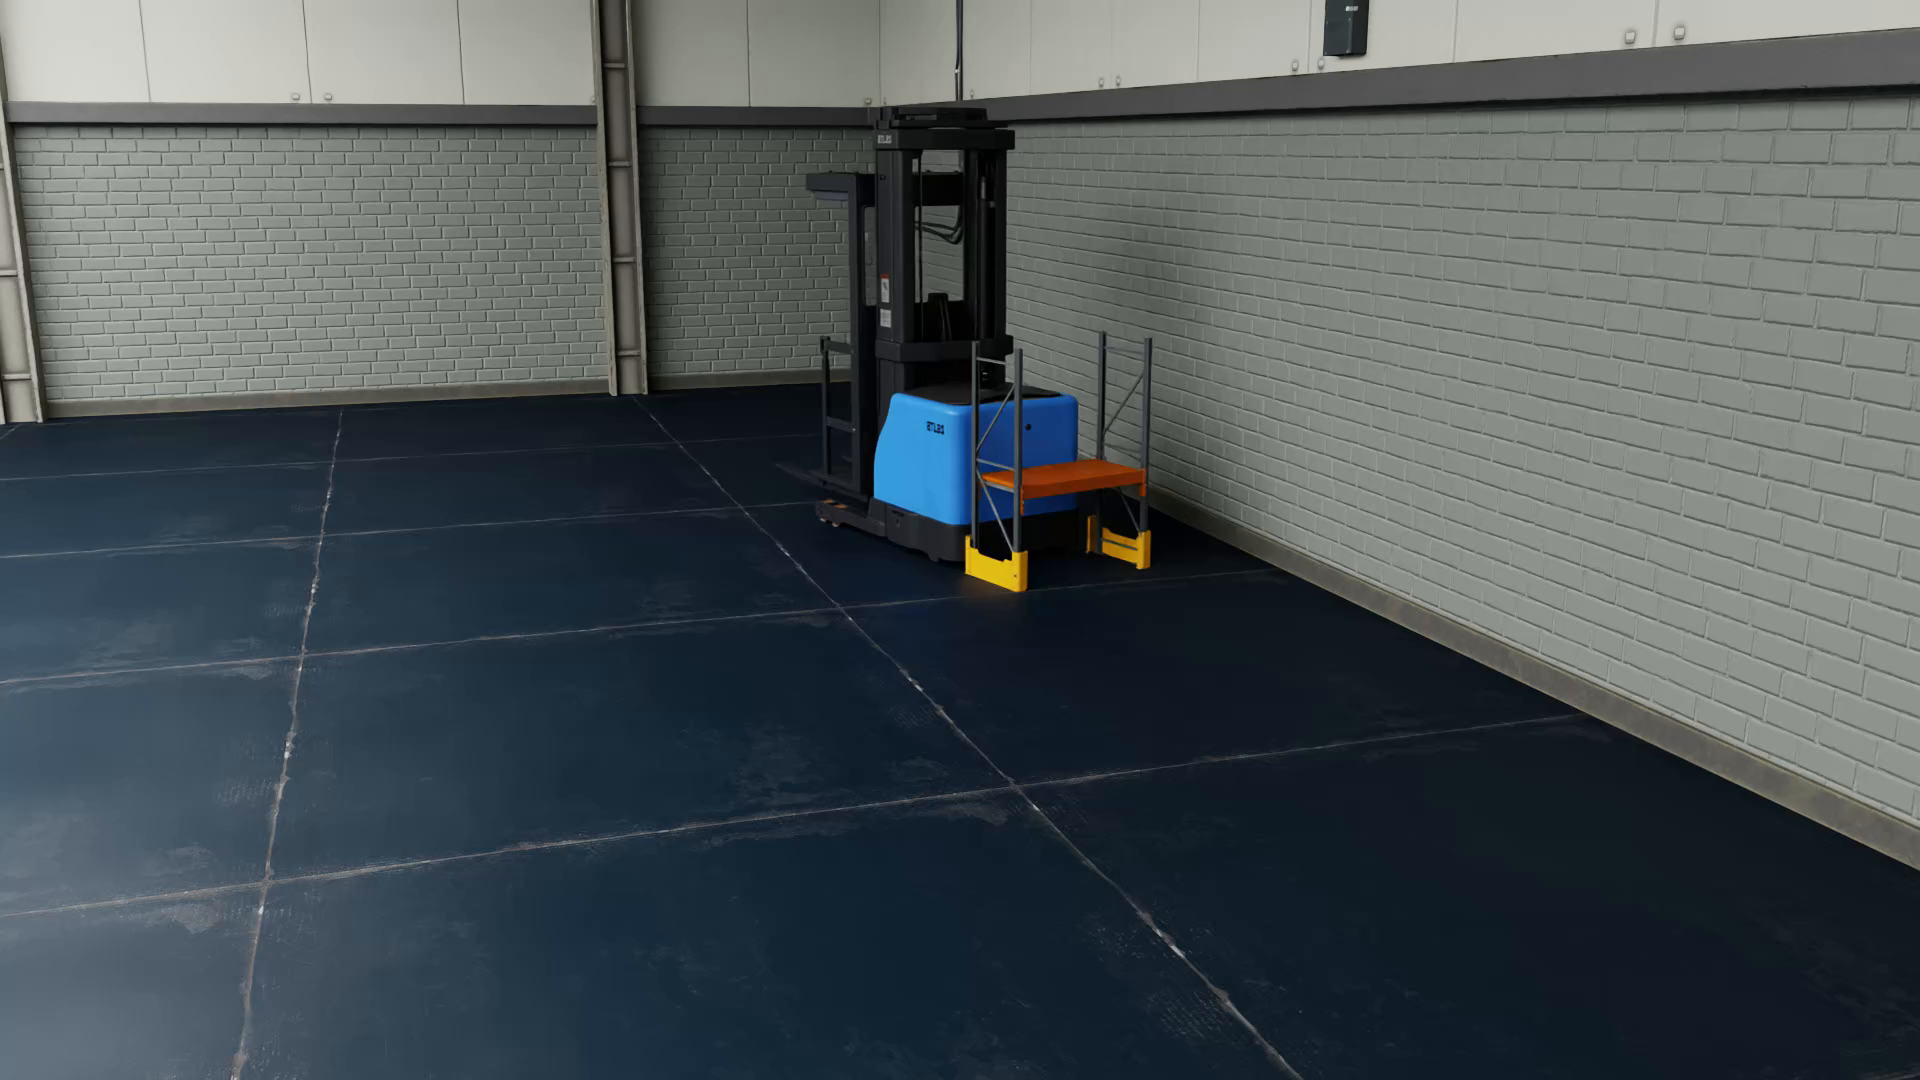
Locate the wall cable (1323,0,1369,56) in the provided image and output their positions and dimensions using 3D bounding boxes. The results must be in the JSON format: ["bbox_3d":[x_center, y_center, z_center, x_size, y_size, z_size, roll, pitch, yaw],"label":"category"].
[{"bbox_3d":[2.534,-5.514,8.031,0.169,6.003,2.305,-4,14,-18],"label":"wall cable"}]

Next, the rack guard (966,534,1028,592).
[{"bbox_3d":[0.227,0.143,10.503,0.087,0.250,0.587,-9,16,-33],"label":"rack guard"}]

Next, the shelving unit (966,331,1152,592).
[{"bbox_3d":[0.639,-0.530,10.630,1.083,1.500,0.587,-9,16,-33],"label":"shelving unit"}]

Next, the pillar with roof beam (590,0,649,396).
[{"bbox_3d":[-2.320,-5.072,13.518,0.400,9.000,9.100,-4,14,-18],"label":"pillar with roof beam"}]

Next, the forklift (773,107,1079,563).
[{"bbox_3d":[-0.405,-1.568,11.900,1.130,2.935,3.031,-8,16,-31],"label":"forklift"}]

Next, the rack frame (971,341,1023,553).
[{"bbox_3d":[0.226,-0.465,10.357,0.032,1.500,0.500,-9,16,-33],"label":"rack frame"}]

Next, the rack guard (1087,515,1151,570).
[{"bbox_3d":[1.051,0.013,11.047,0.087,0.250,0.587,-9,16,-33],"label":"rack guard"}]

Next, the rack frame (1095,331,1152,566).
[{"bbox_3d":[1.067,-0.597,10.913,0.032,1.500,0.500,-9,16,-33],"label":"rack frame"}]

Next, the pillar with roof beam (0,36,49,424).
[{"bbox_3d":[-8.006,-4.629,11.657,0.400,9.000,9.100,-4,14,-18],"label":"pillar with roof beam"}]

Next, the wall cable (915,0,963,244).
[{"bbox_3d":[-0.479,-4.433,17.542,0.112,2.526,3.097,-4,14,-18],"label":"wall cable"}]

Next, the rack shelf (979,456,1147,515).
[{"bbox_3d":[0.647,-0.356,10.677,1.000,0.185,0.538,-9,16,-33],"label":"rack shelf"}]
